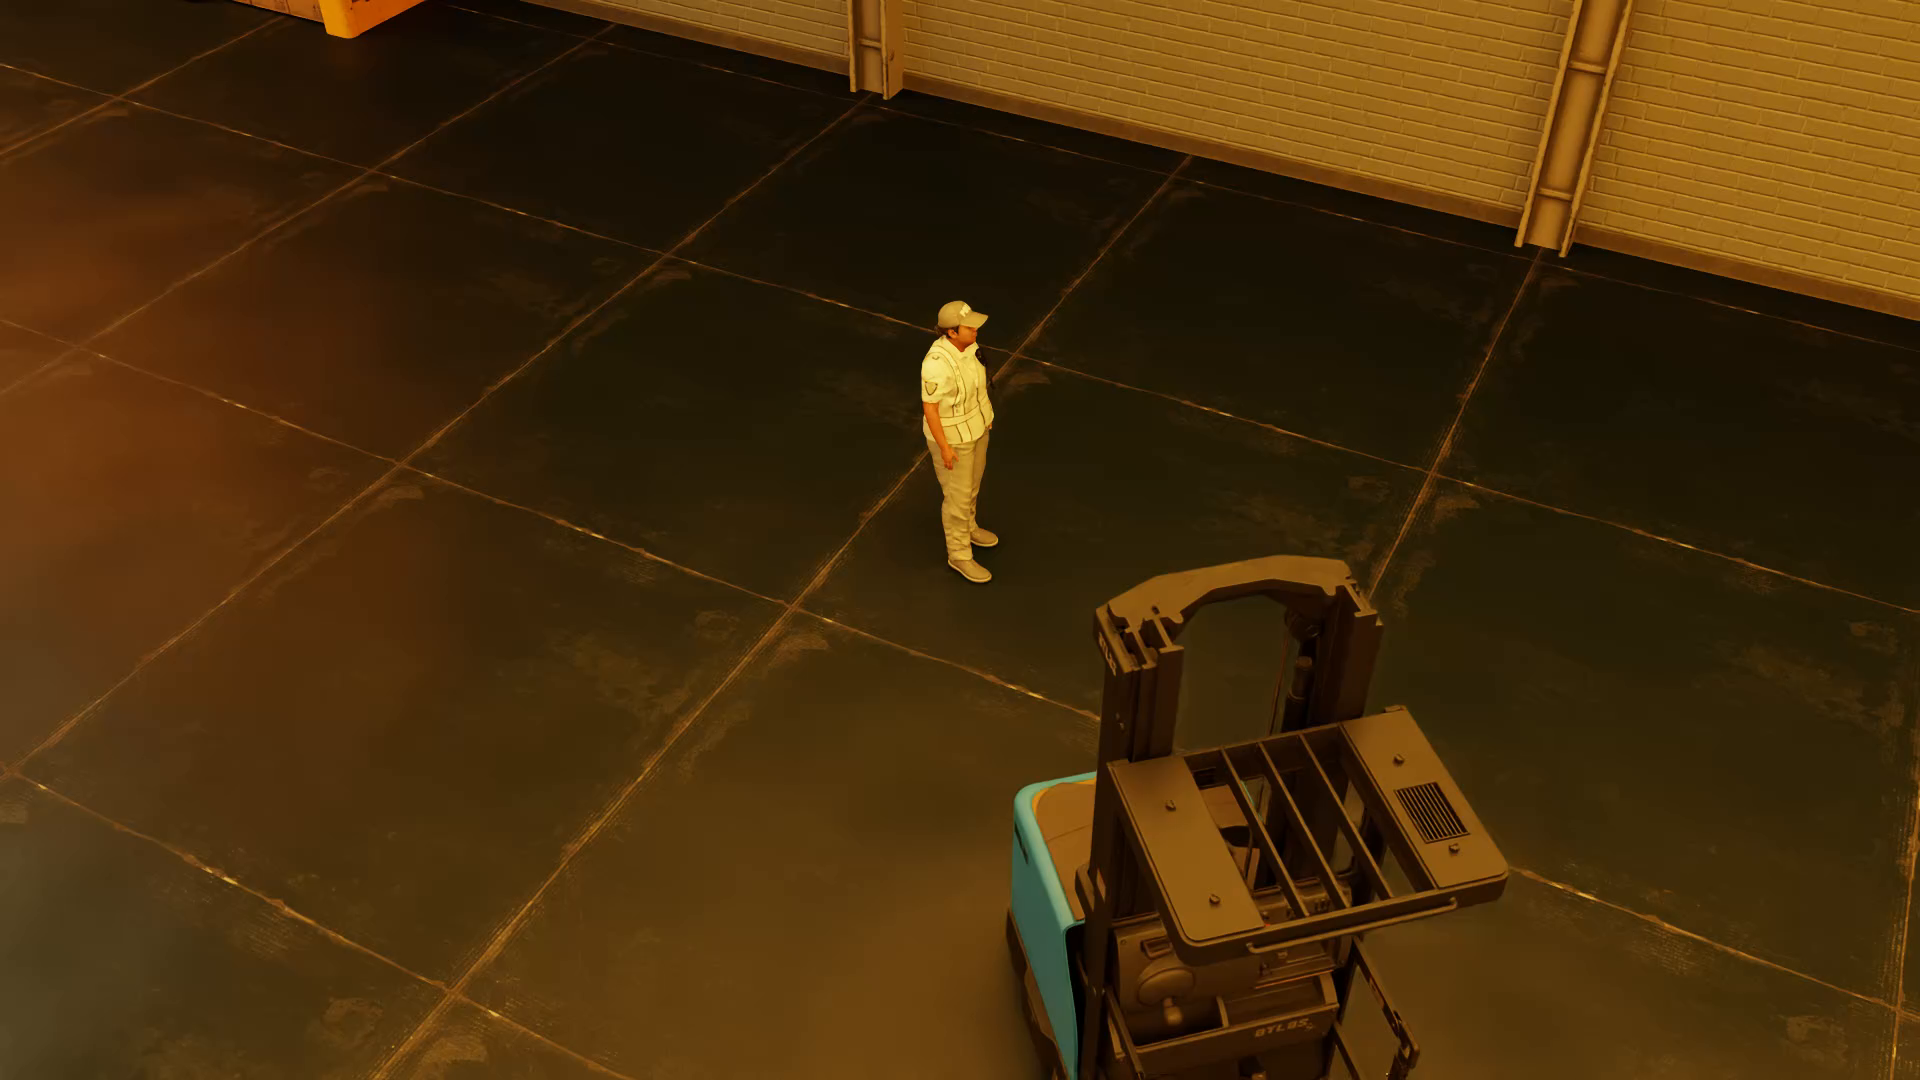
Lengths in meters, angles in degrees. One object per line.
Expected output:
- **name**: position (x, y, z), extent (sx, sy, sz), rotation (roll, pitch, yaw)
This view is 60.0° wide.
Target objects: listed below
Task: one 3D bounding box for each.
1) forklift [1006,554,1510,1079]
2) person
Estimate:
- **forklift**: position (1.085, 1.627, 6.055), extent (1.130, 2.935, 3.031), rotation (-9, 41, -11)
- **person**: position (0.057, -0.607, 9.678), extent (0.529, 1.670, 0.598), rotation (18, 43, 21)
